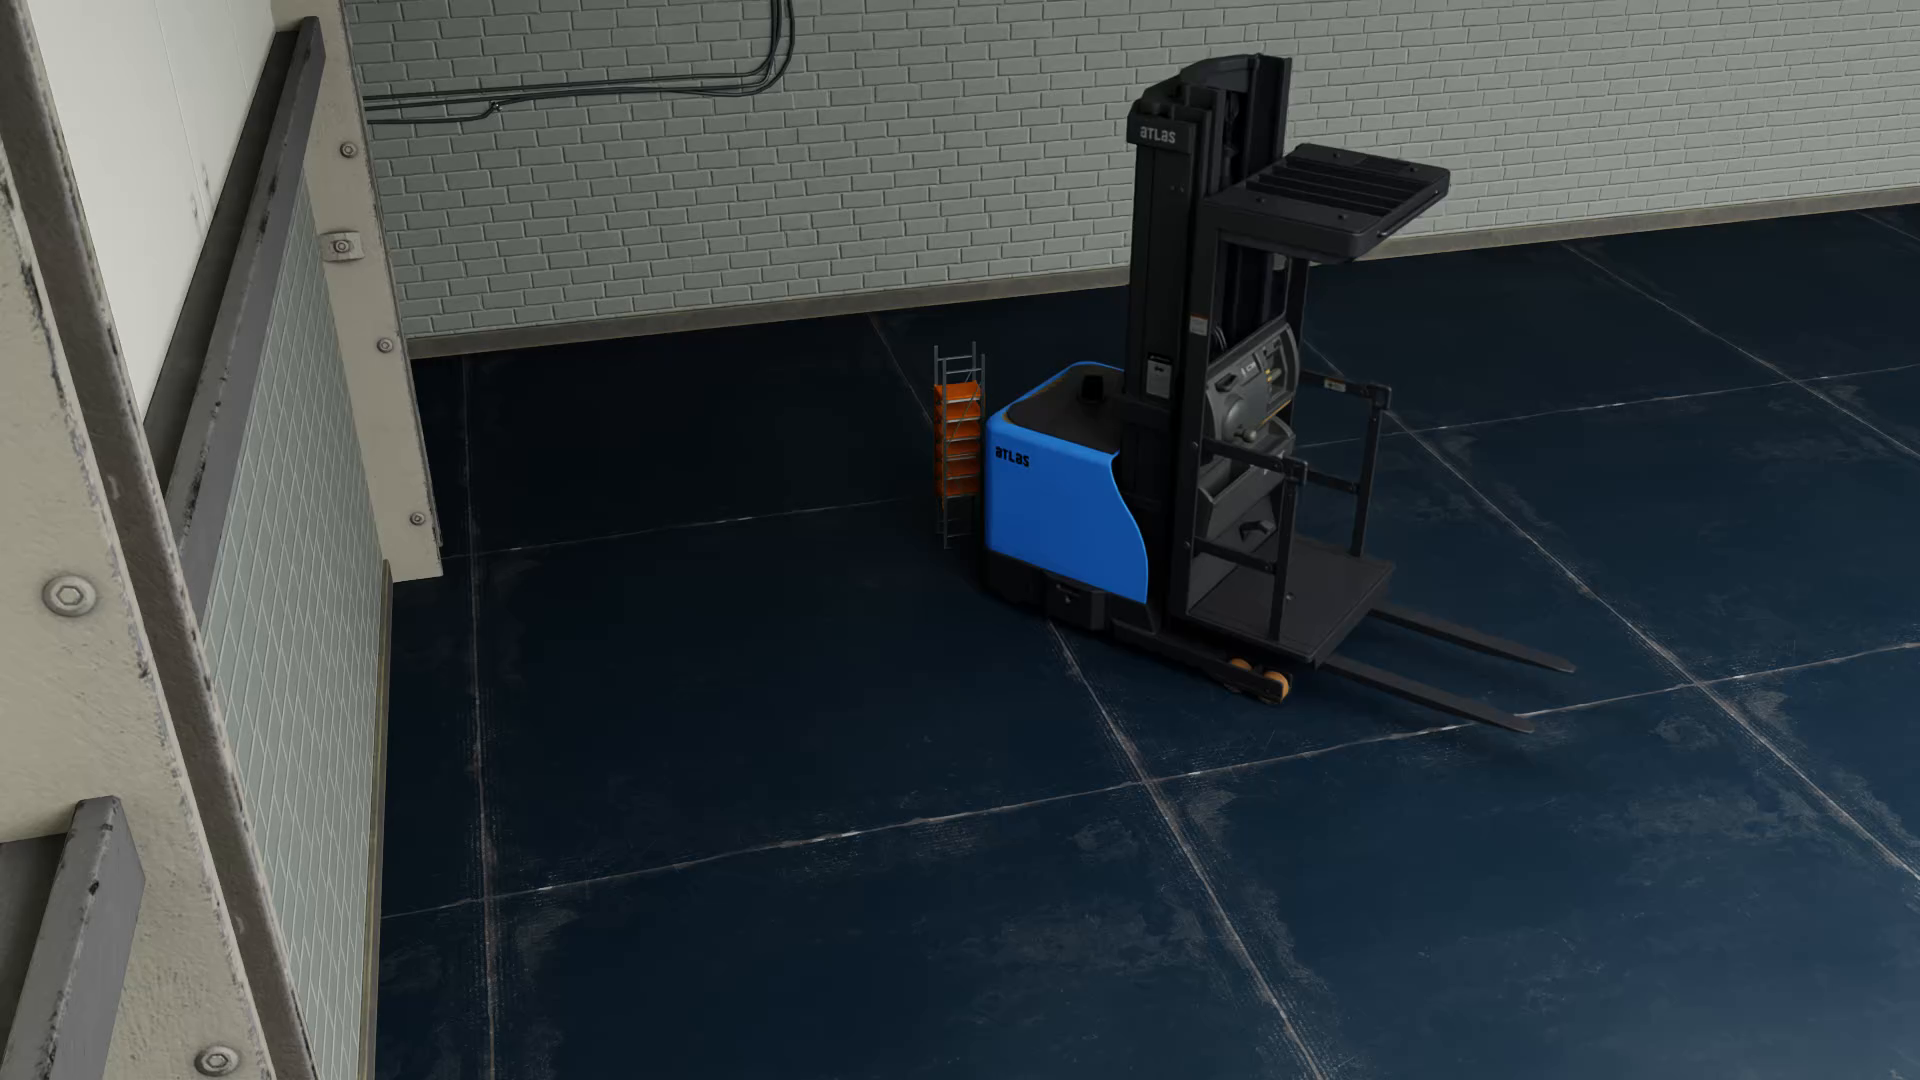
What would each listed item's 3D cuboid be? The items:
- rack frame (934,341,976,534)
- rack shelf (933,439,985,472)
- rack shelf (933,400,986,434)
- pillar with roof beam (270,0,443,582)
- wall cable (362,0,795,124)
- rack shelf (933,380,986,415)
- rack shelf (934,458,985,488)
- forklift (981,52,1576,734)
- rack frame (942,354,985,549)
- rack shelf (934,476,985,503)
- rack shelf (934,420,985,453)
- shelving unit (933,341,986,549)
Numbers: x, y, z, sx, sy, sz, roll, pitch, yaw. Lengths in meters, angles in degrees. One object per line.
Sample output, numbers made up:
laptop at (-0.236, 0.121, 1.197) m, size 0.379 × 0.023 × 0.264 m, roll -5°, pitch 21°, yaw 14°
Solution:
rack frame at (-0.028, -0.570, 9.538) m, size 0.240 × 1.200 × 0.006 m, roll -8°, pitch 31°, yaw -13°
rack shelf at (-0.004, -0.488, 9.484) m, size 0.258 × 0.103 × 0.180 m, roll -8°, pitch 31°, yaw -13°
rack shelf at (-0.004, -0.696, 9.364) m, size 0.258 × 0.103 × 0.180 m, roll -8°, pitch 31°, yaw -13°
pillar with roof beam at (1.026, -4.341, 8.266) m, size 9.100 × 9.000 × 0.400 m, roll -8°, pitch 31°, yaw -13°
wall cable at (-2.632, -4.023, 10.817) m, size 3.097 × 2.526 × 0.112 m, roll -8°, pitch 31°, yaw -13°
rack shelf at (-0.004, -0.799, 9.303) m, size 0.258 × 0.103 × 0.180 m, roll -8°, pitch 31°, yaw -13°
rack shelf at (-0.004, -0.384, 9.544) m, size 0.258 × 0.103 × 0.180 m, roll -8°, pitch 31°, yaw -13°
forklift at (1.617, -0.747, 8.116) m, size 3.031 × 2.935 × 1.130 m, roll 19°, pitch 35°, yaw 30°
rack frame at (0.020, -0.482, 9.385) m, size 0.240 × 1.200 × 0.006 m, roll -8°, pitch 31°, yaw -13°
rack shelf at (-0.004, -0.280, 9.604) m, size 0.258 × 0.103 × 0.180 m, roll -8°, pitch 31°, yaw -13°
rack shelf at (-0.004, -0.592, 9.424) m, size 0.258 × 0.103 × 0.180 m, roll -8°, pitch 31°, yaw -13°
shelving unit at (-0.004, -0.526, 9.462) m, size 0.258 × 1.200 × 0.189 m, roll -8°, pitch 31°, yaw -13°
